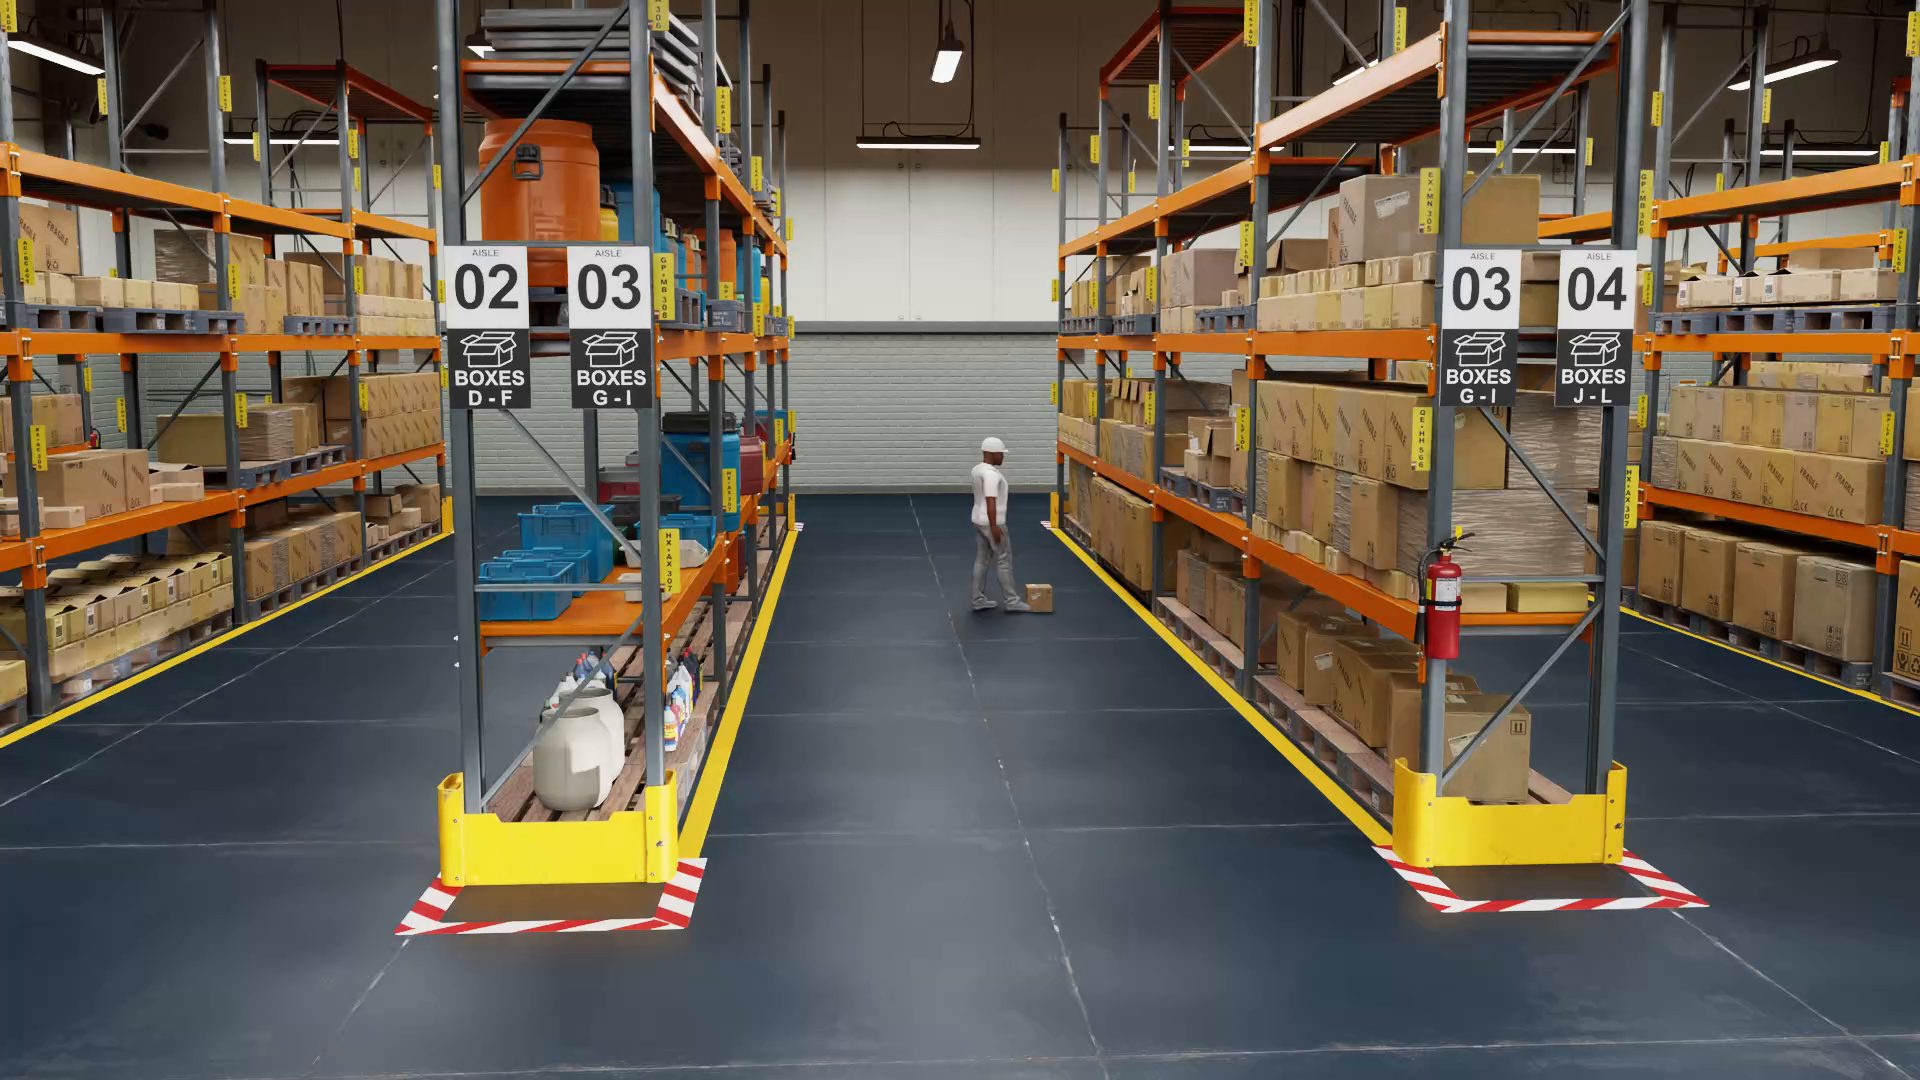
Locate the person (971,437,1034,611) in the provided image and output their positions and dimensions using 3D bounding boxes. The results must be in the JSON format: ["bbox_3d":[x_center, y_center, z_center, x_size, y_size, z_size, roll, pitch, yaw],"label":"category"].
[{"bbox_3d":[0.414,-0.169,16.960,0.620,1.760,0.596,-3,7,-20],"label":"person"}]
